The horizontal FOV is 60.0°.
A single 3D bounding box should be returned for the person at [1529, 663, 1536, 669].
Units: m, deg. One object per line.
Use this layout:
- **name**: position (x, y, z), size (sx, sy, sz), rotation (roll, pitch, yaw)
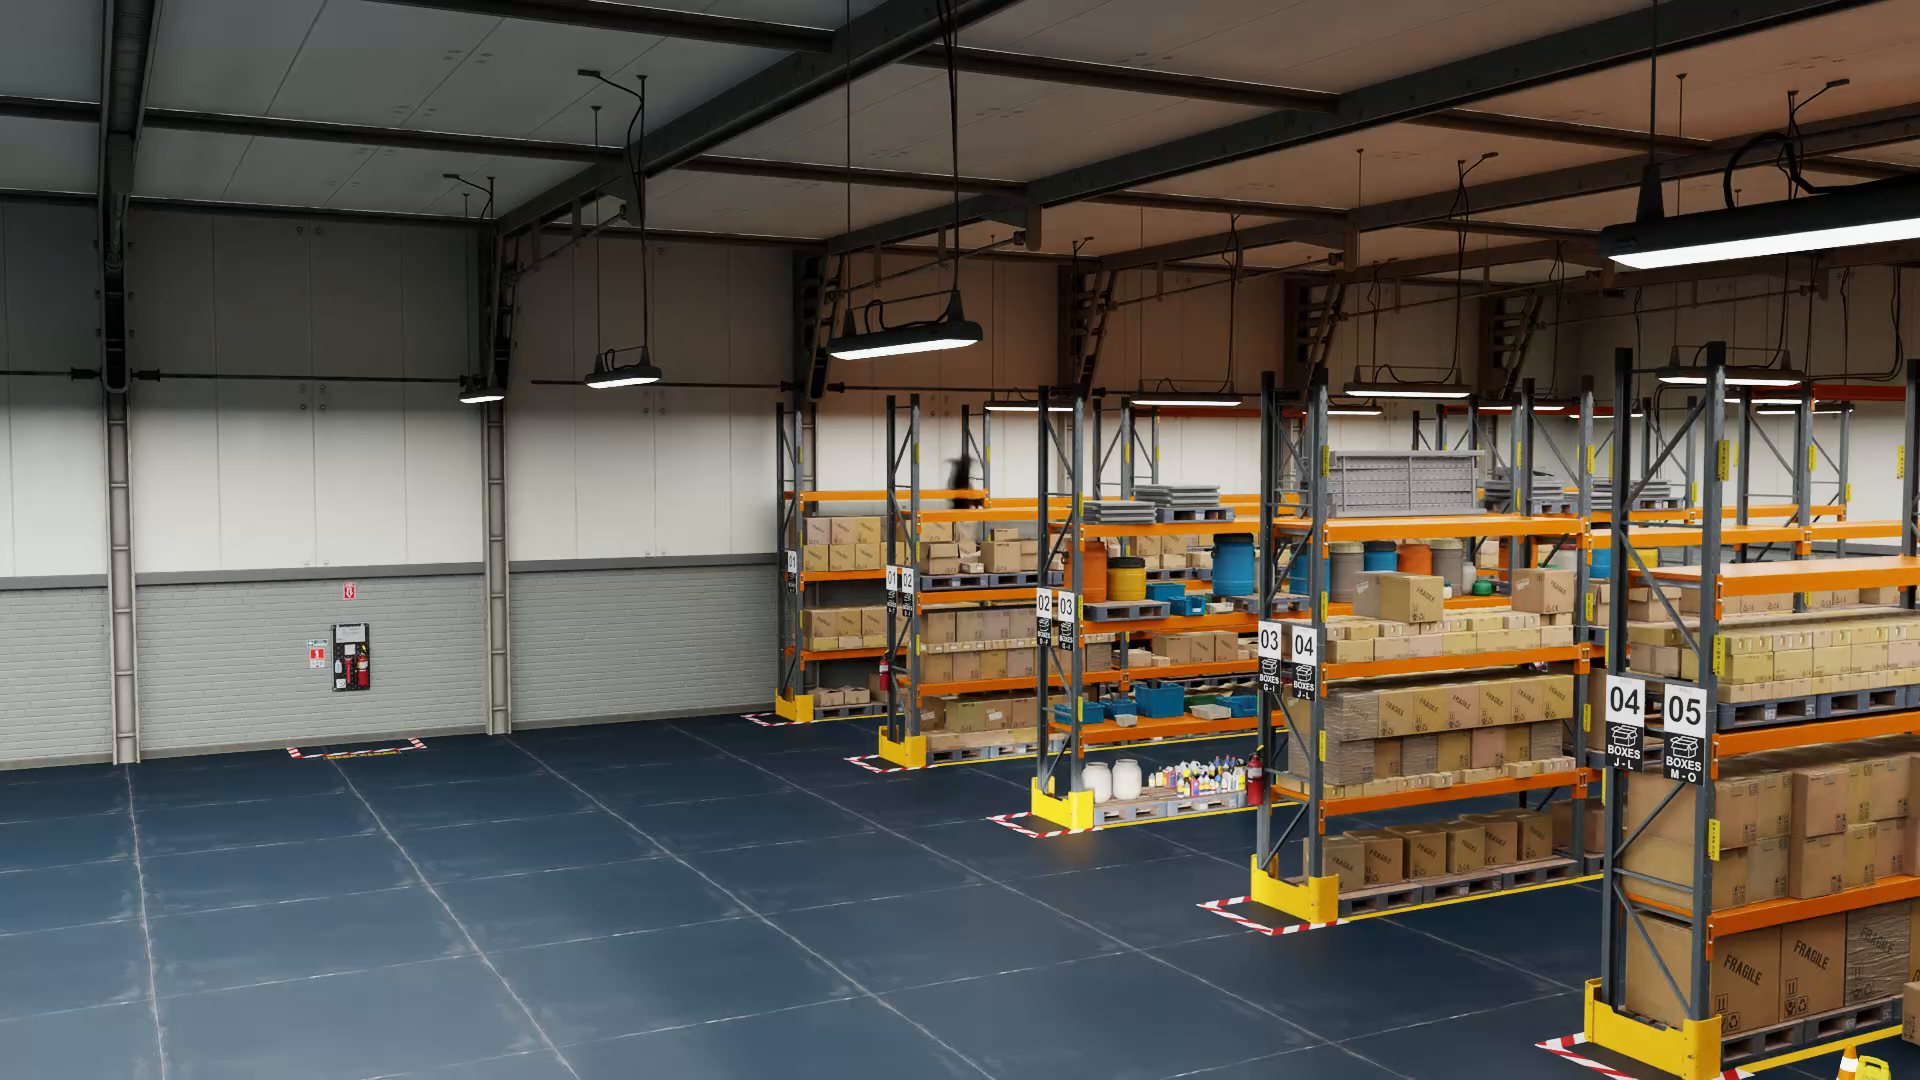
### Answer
- **person**: position (9.982, 2.681, 29.413), size (0.776, 1.732, 0.610), rotation (-2, 4, -27)
